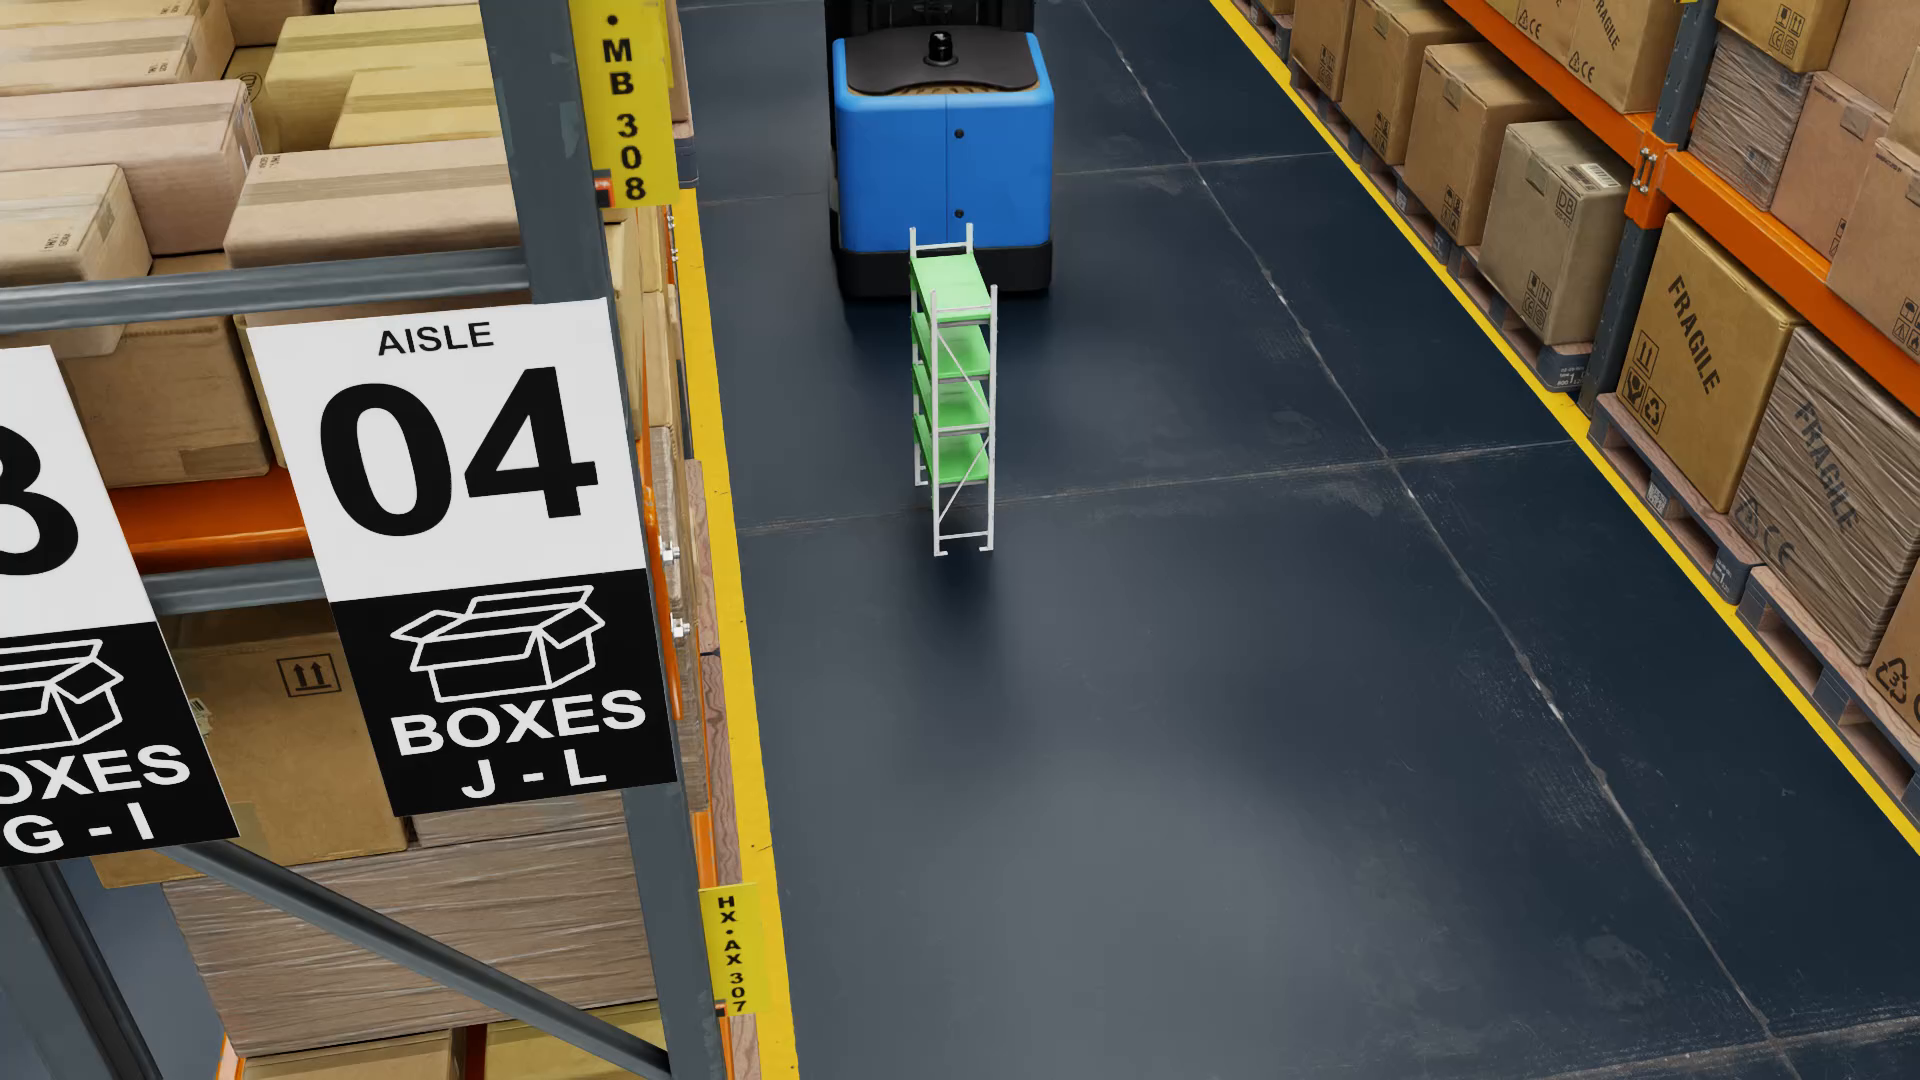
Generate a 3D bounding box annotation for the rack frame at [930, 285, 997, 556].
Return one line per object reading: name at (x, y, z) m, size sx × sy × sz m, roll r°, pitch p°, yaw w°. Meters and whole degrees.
rack frame at (0.014, -0.426, 6.321) m, size 0.240 × 1.200 × 0.015 m, roll -6°, pitch 38°, yaw -8°

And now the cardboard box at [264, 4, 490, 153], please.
cardboard box at (-0.841, -0.703, 2.563) m, size 0.380 × 0.149 × 0.250 m, roll -7°, pitch 38°, yaw -9°

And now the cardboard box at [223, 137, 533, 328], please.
cardboard box at (-0.725, -0.397, 2.168) m, size 0.380 × 0.149 × 0.250 m, roll -6°, pitch 38°, yaw -8°

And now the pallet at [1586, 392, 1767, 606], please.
pallet at (3.351, -0.243, 6.890) m, size 1.003 × 0.211 × 1.213 m, roll -6°, pitch 38°, yaw -8°

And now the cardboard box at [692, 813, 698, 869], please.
cardboard box at (-0.774, 0.673, 3.644) m, size 0.380 × 0.149 × 0.250 m, roll -6°, pitch 38°, yaw -8°

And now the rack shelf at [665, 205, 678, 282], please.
rack shelf at (-1.956, -2.263, 7.804) m, size 1.077 × 0.370 × 4.000 m, roll -6°, pitch 38°, yaw -8°

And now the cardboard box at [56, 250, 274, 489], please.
cardboard box at (-1.239, -0.312, 2.384) m, size 0.500 × 0.250 × 0.500 m, roll -5°, pitch 38°, yaw -7°

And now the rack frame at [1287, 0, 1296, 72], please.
rack frame at (2.594, -4.227, 9.747) m, size 1.000 × 3.000 × 0.127 m, roll -6°, pitch 38°, yaw -8°

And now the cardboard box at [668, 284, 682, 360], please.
cardboard box at (-1.106, -0.693, 5.402) m, size 0.380 × 0.149 × 0.250 m, roll -6°, pitch 38°, yaw -8°

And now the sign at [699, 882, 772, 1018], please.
sign at (-0.370, 0.677, 2.728) m, size 0.100 × 0.325 × 0.005 m, roll -6°, pitch 38°, yaw -8°

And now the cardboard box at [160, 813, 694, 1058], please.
cardboard box at (-0.974, 0.585, 3.228) m, size 0.875 × 0.500 × 0.500 m, roll -6°, pitch 38°, yaw -8°

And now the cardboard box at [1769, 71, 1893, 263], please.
cardboard box at (3.490, -1.319, 5.881) m, size 0.875 × 0.550 × 0.550 m, roll -6°, pitch 38°, yaw -8°

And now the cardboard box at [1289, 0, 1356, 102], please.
cardboard box at (2.612, -3.127, 9.822) m, size 1.050 × 0.750 × 0.750 m, roll -7°, pitch 38°, yaw -9°

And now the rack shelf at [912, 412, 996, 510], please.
rack shelf at (-0.029, -0.334, 6.697) m, size 0.258 × 0.148 × 0.480 m, roll -6°, pitch 38°, yaw -8°

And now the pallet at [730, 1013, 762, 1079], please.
pallet at (-1.025, 1.638, 4.470) m, size 1.003 × 0.211 × 1.213 m, roll -6°, pitch 38°, yaw -8°

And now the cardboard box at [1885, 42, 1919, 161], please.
cardboard box at (3.496, -1.410, 5.117) m, size 0.875 × 0.550 × 0.550 m, roll -6°, pitch 38°, yaw -8°

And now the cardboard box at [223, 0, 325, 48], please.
cardboard box at (-1.335, -0.975, 2.913) m, size 0.380 × 0.149 × 0.250 m, roll -6°, pitch 38°, yaw -7°

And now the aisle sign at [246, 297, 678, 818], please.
aisle sign at (-0.598, 0.056, 2.115) m, size 0.394 × 0.787 × 0.004 m, roll -6°, pitch 38°, yaw -8°

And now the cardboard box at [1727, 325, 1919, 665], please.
cardboard box at (3.498, -0.207, 5.961) m, size 0.875 × 0.875 × 0.875 m, roll -6°, pitch 38°, yaw -8°

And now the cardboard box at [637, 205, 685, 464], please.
cardboard box at (-0.902, -0.441, 3.734) m, size 0.500 × 0.500 × 0.500 m, roll -6°, pitch 38°, yaw -8°

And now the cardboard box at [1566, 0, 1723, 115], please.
cardboard box at (2.940, -2.137, 6.975) m, size 0.500 × 0.500 × 0.500 m, roll -6°, pitch 38°, yaw -8°

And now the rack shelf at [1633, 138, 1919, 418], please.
rack shelf at (3.646, -0.319, 5.303) m, size 1.077 × 0.370 × 4.000 m, roll -6°, pitch 38°, yaw -8°

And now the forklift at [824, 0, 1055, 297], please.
forklift at (-0.178, -3.241, 8.533) m, size 1.130 × 2.935 × 3.031 m, roll -3°, pitch 38°, yaw -4°

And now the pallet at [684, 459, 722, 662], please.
pallet at (-1.453, 0.164, 6.367) m, size 1.003 × 0.211 × 1.213 m, roll -6°, pitch 38°, yaw -8°

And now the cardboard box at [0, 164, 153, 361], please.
cardboard box at (-1.260, -0.340, 2.095) m, size 0.380 × 0.149 × 0.250 m, roll -6°, pitch 38°, yaw -8°

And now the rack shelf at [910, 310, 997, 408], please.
rack shelf at (-0.029, -0.713, 6.403) m, size 0.258 × 0.148 × 0.480 m, roll -6°, pitch 38°, yaw -8°

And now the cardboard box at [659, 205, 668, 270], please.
cardboard box at (-1.080, -1.045, 4.511) m, size 0.500 × 0.500 × 0.500 m, roll -6°, pitch 38°, yaw -8°

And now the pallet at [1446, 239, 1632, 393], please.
pallet at (3.086, -1.168, 8.082) m, size 1.003 × 0.211 × 1.213 m, roll -6°, pitch 38°, yaw -8°

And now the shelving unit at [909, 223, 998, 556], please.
shelving unit at (-0.029, -0.574, 6.511) m, size 0.258 × 1.200 × 0.503 m, roll -6°, pitch 38°, yaw -8°

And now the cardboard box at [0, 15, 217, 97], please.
cardboard box at (-1.347, -0.663, 2.511) m, size 0.380 × 0.149 × 0.250 m, roll -8°, pitch 39°, yaw -10°

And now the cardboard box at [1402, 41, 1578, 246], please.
cardboard box at (2.932, -2.037, 8.419) m, size 1.050 × 0.750 × 0.750 m, roll -6°, pitch 38°, yaw -8°

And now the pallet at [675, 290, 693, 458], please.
pallet at (-1.744, -0.708, 7.489) m, size 1.003 × 0.211 × 1.213 m, roll -6°, pitch 38°, yaw -8°

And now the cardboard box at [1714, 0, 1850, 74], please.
cardboard box at (3.326, -2.071, 5.968) m, size 0.875 × 0.550 × 0.550 m, roll -6°, pitch 38°, yaw -8°

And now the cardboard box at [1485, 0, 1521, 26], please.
cardboard box at (2.763, -2.748, 7.761) m, size 0.500 × 0.500 × 0.500 m, roll -6°, pitch 38°, yaw -7°

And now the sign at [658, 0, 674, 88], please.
sign at (-1.073, -1.744, 5.844) m, size 0.100 × 0.325 × 0.005 m, roll -6°, pitch 38°, yaw -8°

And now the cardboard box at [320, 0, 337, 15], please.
cardboard box at (-1.411, -0.924, 3.172) m, size 0.500 × 0.250 × 0.500 m, roll -5°, pitch 38°, yaw -7°

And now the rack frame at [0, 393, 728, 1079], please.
rack frame at (-0.905, 1.077, 2.919) m, size 1.000 × 3.000 × 0.127 m, roll -6°, pitch 38°, yaw -8°

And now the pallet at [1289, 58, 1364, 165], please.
pallet at (2.658, -2.642, 9.979) m, size 1.003 × 0.211 × 1.213 m, roll -6°, pitch 38°, yaw -8°

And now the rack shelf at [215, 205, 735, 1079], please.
rack shelf at (-1.255, 0.153, 4.694) m, size 1.077 × 0.370 × 4.000 m, roll -6°, pitch 38°, yaw -8°

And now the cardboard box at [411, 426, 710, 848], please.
cardboard box at (-0.733, 0.164, 2.955) m, size 0.500 × 0.500 × 0.500 m, roll -6°, pitch 38°, yaw -8°
